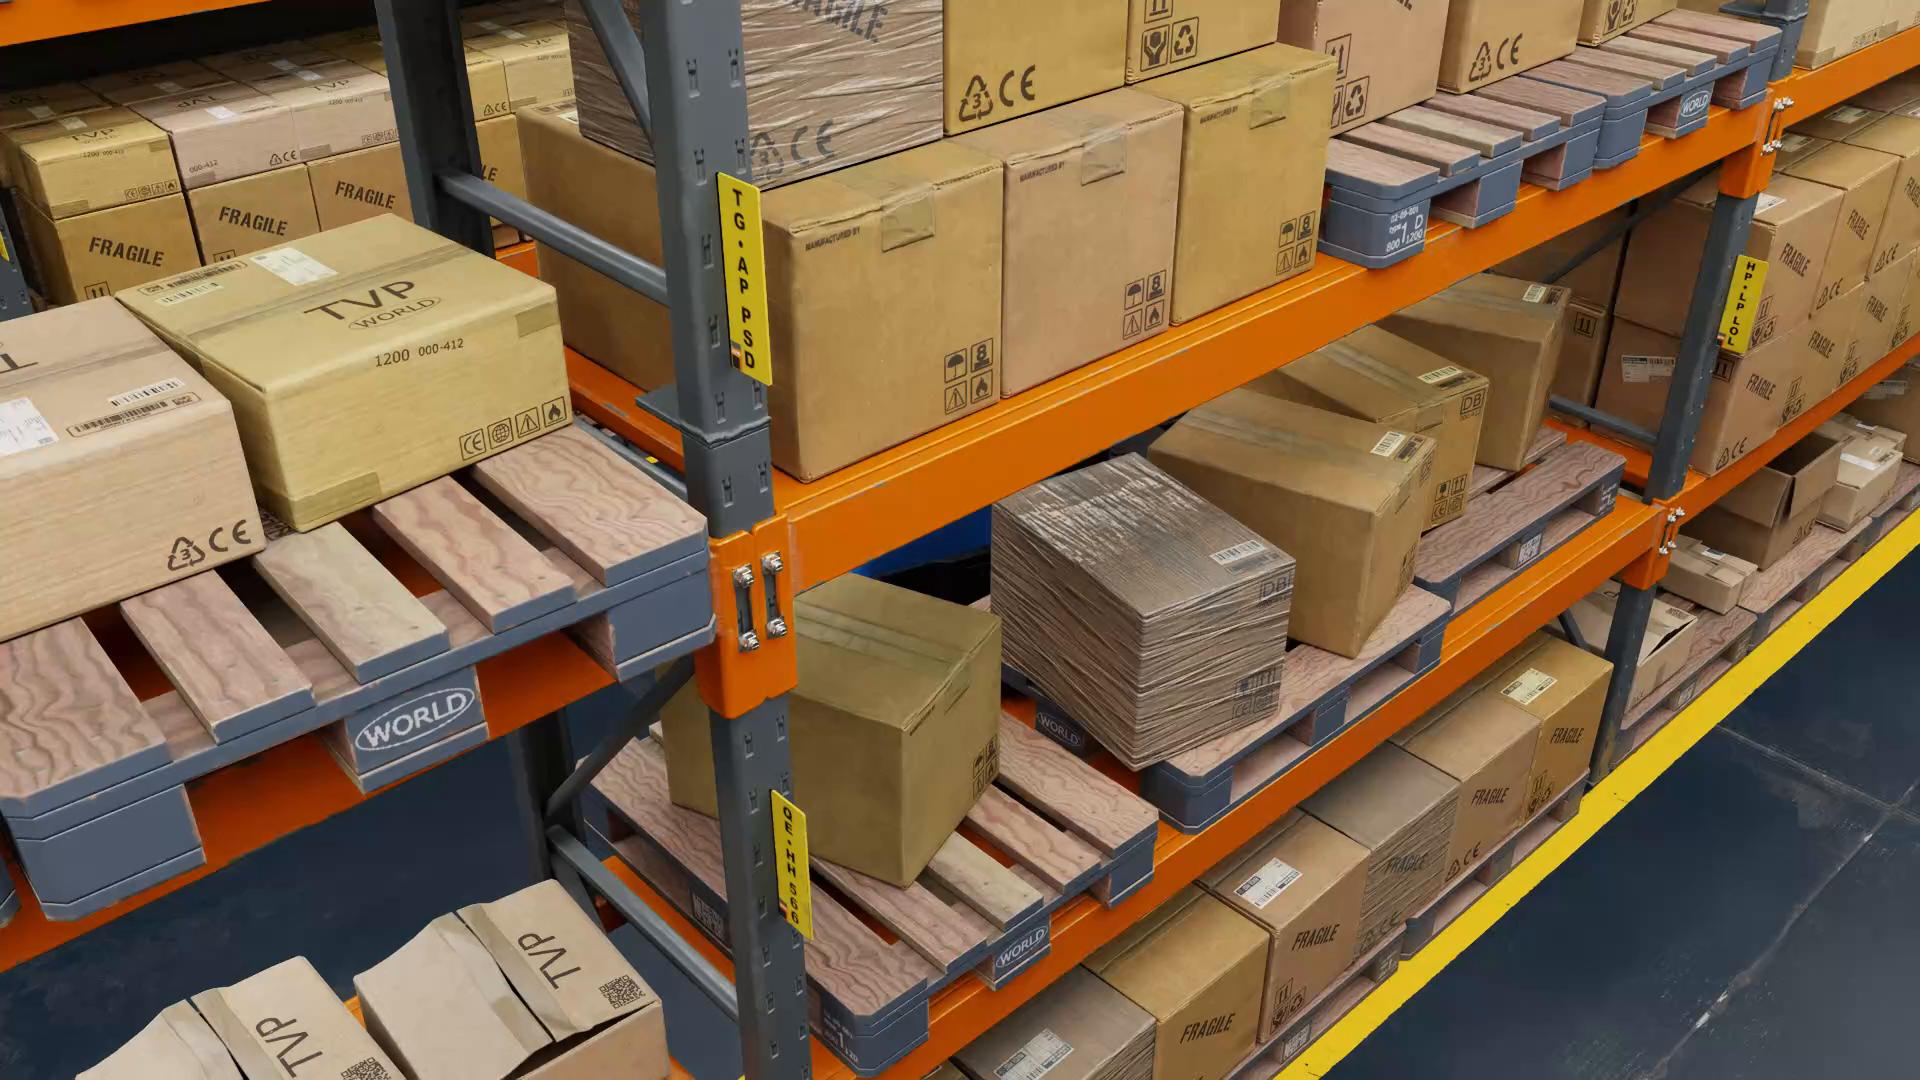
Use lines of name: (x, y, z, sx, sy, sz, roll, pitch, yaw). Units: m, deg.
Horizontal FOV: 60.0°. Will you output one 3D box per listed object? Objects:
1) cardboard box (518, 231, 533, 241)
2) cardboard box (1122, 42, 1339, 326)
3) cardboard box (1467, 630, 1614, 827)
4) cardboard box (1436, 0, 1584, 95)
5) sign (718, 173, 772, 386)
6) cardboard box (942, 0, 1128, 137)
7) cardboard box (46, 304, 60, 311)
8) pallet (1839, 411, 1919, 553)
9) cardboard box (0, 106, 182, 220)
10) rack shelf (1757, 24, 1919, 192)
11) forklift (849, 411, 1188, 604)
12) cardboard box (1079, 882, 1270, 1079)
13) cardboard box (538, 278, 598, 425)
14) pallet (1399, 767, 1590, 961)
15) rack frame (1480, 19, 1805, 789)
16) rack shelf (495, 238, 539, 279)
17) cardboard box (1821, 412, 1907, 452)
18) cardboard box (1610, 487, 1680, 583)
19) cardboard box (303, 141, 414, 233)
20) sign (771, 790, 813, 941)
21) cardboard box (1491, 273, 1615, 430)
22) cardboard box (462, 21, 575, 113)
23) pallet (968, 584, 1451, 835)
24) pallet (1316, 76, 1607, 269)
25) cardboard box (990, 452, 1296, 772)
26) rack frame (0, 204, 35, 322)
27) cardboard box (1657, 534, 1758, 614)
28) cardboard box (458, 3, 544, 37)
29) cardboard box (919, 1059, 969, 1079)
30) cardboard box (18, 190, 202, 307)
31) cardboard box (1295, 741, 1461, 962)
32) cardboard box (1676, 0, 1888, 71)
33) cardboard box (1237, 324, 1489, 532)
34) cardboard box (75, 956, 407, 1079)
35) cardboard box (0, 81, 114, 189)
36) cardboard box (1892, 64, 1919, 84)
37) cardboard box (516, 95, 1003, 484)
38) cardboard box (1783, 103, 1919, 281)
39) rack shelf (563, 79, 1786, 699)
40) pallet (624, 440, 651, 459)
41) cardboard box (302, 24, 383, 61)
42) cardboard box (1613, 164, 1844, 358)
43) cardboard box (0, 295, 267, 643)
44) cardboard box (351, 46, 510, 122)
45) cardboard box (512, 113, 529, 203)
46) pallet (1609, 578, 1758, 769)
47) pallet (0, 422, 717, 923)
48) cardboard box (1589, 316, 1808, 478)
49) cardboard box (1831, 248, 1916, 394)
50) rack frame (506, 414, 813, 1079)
cardboard box: (-2.159, -1.635, 8.270, 0.250, 0.149, 0.380, -27, 41, -37)
cardboard box: (0.347, -0.938, 3.938, 0.500, 0.500, 0.910, -26, 40, -35)
cardboard box: (2.061, 0.662, 6.267, 0.500, 0.500, 0.500, -26, 40, -36)
cardboard box: (1.334, -1.650, 4.603, 0.600, 0.600, 0.600, -26, 40, -36)
sign: (-0.334, -0.402, 2.585, 0.005, 0.325, 0.100, -26, 40, -35)
cardboard box: (-0.007, -1.165, 3.351, 0.500, 0.500, 0.500, -26, 40, -35)
cardboard box: (-3.677, -0.906, 7.078, 0.250, 0.149, 0.380, -26, 40, -36)
pallet: (4.522, -0.421, 8.736, 1.213, 0.211, 1.003, -26, 40, -35)
cardboard box: (-3.546, -1.547, 6.786, 0.500, 0.250, 0.500, -25, 39, -34)
rack shelf: (3.695, -2.184, 6.761, 4.000, 0.370, 1.077, -26, 40, -35)
forklift: (0.618, -1.390, 7.714, 3.031, 2.935, 1.130, -15, 34, -23)
cardboard box: (0.574, 1.380, 5.093, 0.500, 0.500, 0.500, -26, 40, -36)
cardboard box: (-2.181, -1.061, 8.768, 0.750, 0.750, 0.750, -24, 39, -34)
pallet: (1.657, 0.991, 6.427, 1.213, 0.211, 1.003, -26, 40, -35)
rack frame: (2.228, -0.502, 6.195, 0.127, 3.000, 1.000, -26, 40, -35)
rack shelf: (-2.609, -1.379, 8.320, 4.000, 0.370, 1.077, -26, 40, -35)
cardboard box: (4.572, -0.503, 8.492, 0.250, 0.166, 0.380, -26, 40, -35)
cardboard box: (3.003, -0.119, 7.725, 0.500, 0.311, 0.500, -26, 40, -35)
cardboard box: (-2.791, -1.587, 7.570, 0.500, 0.500, 0.500, -26, 40, -36)
sign: (-0.325, 0.634, 3.228, 0.005, 0.325, 0.100, -26, 40, -35)
cardboard box: (2.420, -0.820, 6.620, 0.500, 0.500, 0.500, -25, 39, -35)
cardboard box: (-2.067, -2.271, 7.970, 0.500, 0.250, 0.500, -25, 39, -35)
pallet: (0.718, 0.307, 5.056, 1.213, 0.211, 1.003, -26, 40, -35)
pallet: (0.944, -1.128, 4.524, 1.003, 0.211, 1.213, -26, 40, -35)
cardboard box: (0.481, 0.177, 4.586, 0.500, 0.500, 0.700, -18, 36, -27)
rack frame: (-4.076, -0.977, 6.972, 0.127, 3.000, 1.000, -26, 40, -35)
cardboard box: (3.311, 0.142, 7.436, 0.250, 0.166, 0.380, -26, 40, -35)
cardboard box: (-2.400, -2.462, 8.282, 0.500, 0.250, 0.500, -27, 41, -37)
cardboard box: (-0.177, 1.744, 4.498, 0.500, 0.500, 0.500, -24, 39, -34)
cardboard box: (-3.546, -1.229, 6.985, 0.500, 0.500, 0.500, -24, 39, -34)
cardboard box: (1.325, 1.011, 5.695, 0.500, 0.500, 0.500, -25, 39, -35)
cardboard box: (2.753, -1.795, 5.579, 0.500, 0.250, 0.500, -26, 40, -35)
cardboard box: (1.268, -0.373, 5.486, 0.500, 0.500, 0.700, -19, 36, -28)
cardboard box: (-1.492, 1.198, 3.501, 0.500, 0.311, 0.500, -26, 40, -36)
cardboard box: (-3.920, -1.735, 7.093, 0.500, 0.250, 0.500, -25, 39, -34)
cardboard box: (4.275, -1.762, 7.201, 0.500, 0.500, 0.500, -25, 39, -34)
cardboard box: (-0.408, -0.573, 3.341, 0.500, 0.500, 0.910, -26, 40, -35)
cardboard box: (3.520, -1.396, 6.603, 0.500, 0.500, 0.500, -27, 41, -37)
rack shelf: (0.762, -0.765, 4.440, 4.000, 0.370, 1.077, -26, 40, -35)
pallet: (-1.657, -0.903, 9.525, 1.213, 0.211, 1.003, -26, 40, -35)
cardboard box: (-2.786, -2.279, 7.982, 0.500, 0.250, 0.500, -27, 40, -36)
cardboard box: (2.765, -1.031, 6.006, 0.500, 0.500, 0.500, -25, 39, -34)
cardboard box: (-1.371, -0.103, 2.408, 0.500, 0.250, 0.500, -25, 39, -34)
cardboard box: (-2.440, -2.090, 7.674, 0.500, 0.250, 0.500, -27, 40, -36)
cardboard box: (-2.051, -1.954, 8.170, 0.500, 0.500, 0.500, -26, 40, -35)
pallet: (2.732, 0.445, 7.321, 1.213, 0.211, 1.003, -26, 40, -35)
pallet: (-1.142, -0.007, 2.692, 1.003, 0.211, 1.213, -24, 39, -33)
cardboard box: (2.787, -0.621, 6.295, 0.500, 0.500, 0.500, -25, 39, -34)
cardboard box: (3.529, -0.980, 6.882, 0.500, 0.500, 0.500, -26, 40, -36)
rack frame: (-0.705, 0.917, 3.875, 0.127, 3.000, 1.000, -26, 40, -35)
